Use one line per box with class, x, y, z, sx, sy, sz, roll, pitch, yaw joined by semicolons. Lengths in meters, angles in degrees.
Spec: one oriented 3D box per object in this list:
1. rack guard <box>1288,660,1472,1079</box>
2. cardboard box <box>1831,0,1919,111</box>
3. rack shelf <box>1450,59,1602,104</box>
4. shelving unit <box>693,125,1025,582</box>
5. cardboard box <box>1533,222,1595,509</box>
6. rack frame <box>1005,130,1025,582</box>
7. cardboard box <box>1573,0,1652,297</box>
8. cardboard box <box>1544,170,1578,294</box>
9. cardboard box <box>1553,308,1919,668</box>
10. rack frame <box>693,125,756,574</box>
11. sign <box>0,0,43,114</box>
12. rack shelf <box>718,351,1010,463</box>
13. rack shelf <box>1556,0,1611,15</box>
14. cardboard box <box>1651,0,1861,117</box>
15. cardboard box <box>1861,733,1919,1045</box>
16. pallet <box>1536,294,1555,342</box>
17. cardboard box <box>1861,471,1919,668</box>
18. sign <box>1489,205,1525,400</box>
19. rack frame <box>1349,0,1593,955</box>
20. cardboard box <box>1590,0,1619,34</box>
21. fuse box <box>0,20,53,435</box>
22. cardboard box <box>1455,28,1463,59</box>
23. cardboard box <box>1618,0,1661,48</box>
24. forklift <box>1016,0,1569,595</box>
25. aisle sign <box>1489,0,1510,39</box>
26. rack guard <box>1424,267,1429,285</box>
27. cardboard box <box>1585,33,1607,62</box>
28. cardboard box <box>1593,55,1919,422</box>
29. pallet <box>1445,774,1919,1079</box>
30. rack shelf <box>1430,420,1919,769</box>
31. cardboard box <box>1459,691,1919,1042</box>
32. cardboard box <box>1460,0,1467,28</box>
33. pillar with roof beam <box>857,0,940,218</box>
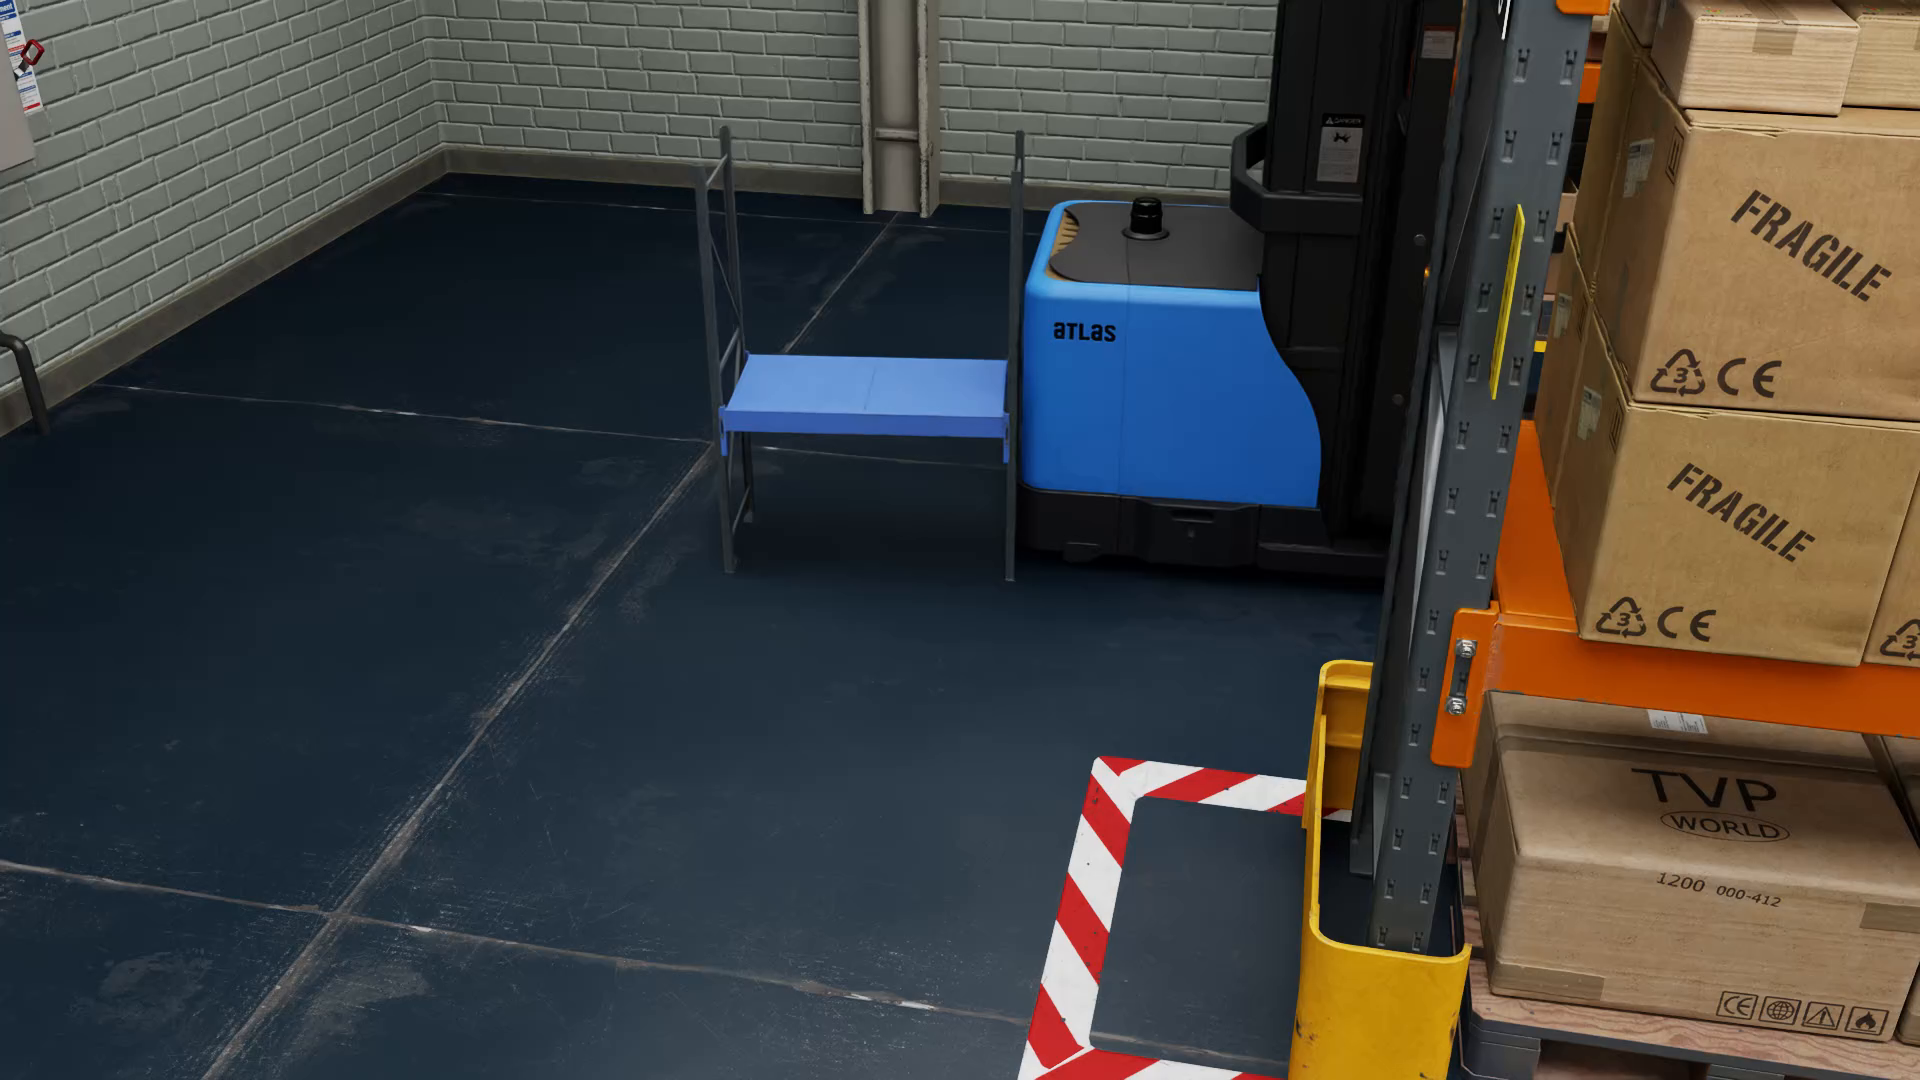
rack guard;1.049;0.837;4.201;0.348;0.500;1.175;6;29;11
cardboard box;1.633;-0.866;2.887;0.250;0.149;0.380;7;29;12
rack shelf;4.061;-2.072;7.661;4.000;0.370;1.077;6;29;11
shelving unit;-0.316;-0.641;5.859;1.048;1.500;0.538;2;29;3
cardboard box;1.599;-0.377;3.711;0.500;0.500;0.500;6;29;11
rack frame;0.192;-0.627;5.833;0.032;1.500;0.500;2;29;3
cardboard box;1.593;-0.803;3.448;0.500;0.500;0.500;7;29;12
cardboard box;2.683;-1.572;8.160;0.637;0.503;0.797;5;29;9
cardboard box;1.482;-0.118;3.238;0.500;0.500;0.500;6;29;10
rack frame;-0.823;-0.655;5.884;0.032;1.500;0.500;2;29;3
sign;-3.965;-1.994;6.868;0.001;0.494;0.329;6;29;11
rack shelf;-0.316;-0.483;5.945;1.000;0.185;0.538;2;29;3
rack shelf;3.028;-1.057;2.682;4.000;0.370;1.077;6;29;11
cardboard box;1.362;-0.858;2.874;0.250;0.149;0.380;6;29;12
cardboard box;2.635;0.790;3.915;0.875;0.438;0.875;7;29;12
pallet;2.959;-1.278;8.365;1.213;0.211;1.003;6;29;11
cardboard box;1.982;-0.080;3.169;0.500;0.500;0.500;5;29;10
sign;0.950;-0.411;2.894;0.005;0.325;0.100;6;29;11
rack frame;1.072;-0.257;3.596;0.127;3.000;1.000;6;29;11
cardboard box;2.986;-2.431;7.413;0.500;0.250;0.500;6;29;11
fuse box;-3.866;-1.218;6.693;0.414;1.711;0.539;6;29;11
cardboard box;2.369;-2.316;7.619;0.250;0.149;0.380;6;29;10
cardboard box;1.465;-1.082;3.282;0.250;0.149;0.380;6;29;11
forklift;1.768;-1.335;5.636;3.031;2.935;1.130;4;29;7
aisle sign;0.941;-1.268;2.736;0.004;0.787;0.394;6;29;11
rack guard;2.179;-1.484;8.441;0.348;0.500;1.175;6;29;11
cardboard box;2.892;-2.303;7.594;0.250;0.149;0.380;5;29;10
cardboard box;1.482;-0.558;3.000;0.500;0.500;0.500;5;29;9
pallet;1.871;1.010;4.186;1.213;0.211;1.003;6;29;11
rack shelf;3.028;0.259;3.402;4.000;0.370;1.077;6;29;11
cardboard box;1.739;0.702;4.075;0.875;0.438;0.875;5;29;9
cardboard box;2.493;-2.481;7.505;0.500;0.250;0.500;6;29;11
pillar with roof beam;-1.242;-3.892;3.988;0.400;9.000;9.100;6;29;11
